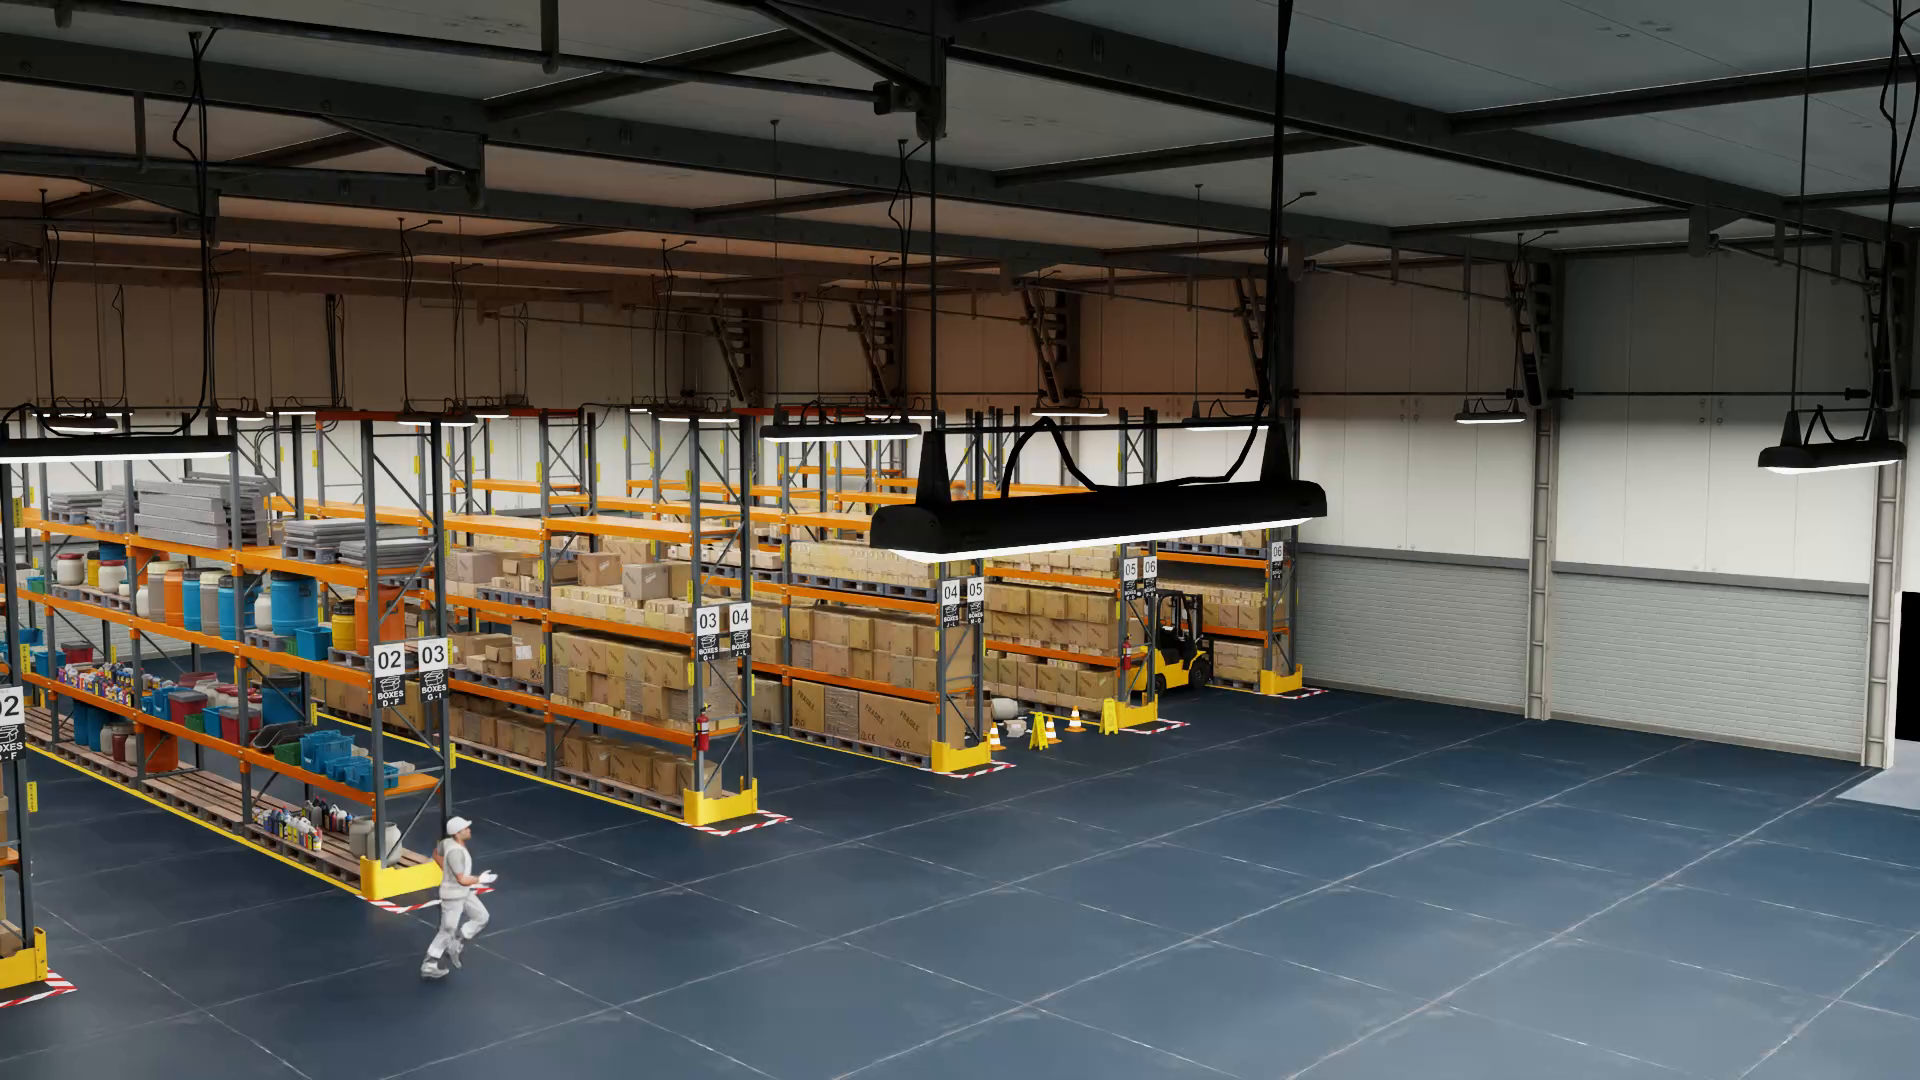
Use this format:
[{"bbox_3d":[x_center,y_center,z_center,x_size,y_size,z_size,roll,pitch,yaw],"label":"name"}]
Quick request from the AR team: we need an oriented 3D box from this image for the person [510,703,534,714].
[{"bbox_3d":[-8.356,2.731,31.677,0.762,1.653,0.538,5,7,43],"label":"person"}]

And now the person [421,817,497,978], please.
[{"bbox_3d":[-5.430,3.839,18.023,0.817,1.729,0.666,-1,5,-9],"label":"person"}]
